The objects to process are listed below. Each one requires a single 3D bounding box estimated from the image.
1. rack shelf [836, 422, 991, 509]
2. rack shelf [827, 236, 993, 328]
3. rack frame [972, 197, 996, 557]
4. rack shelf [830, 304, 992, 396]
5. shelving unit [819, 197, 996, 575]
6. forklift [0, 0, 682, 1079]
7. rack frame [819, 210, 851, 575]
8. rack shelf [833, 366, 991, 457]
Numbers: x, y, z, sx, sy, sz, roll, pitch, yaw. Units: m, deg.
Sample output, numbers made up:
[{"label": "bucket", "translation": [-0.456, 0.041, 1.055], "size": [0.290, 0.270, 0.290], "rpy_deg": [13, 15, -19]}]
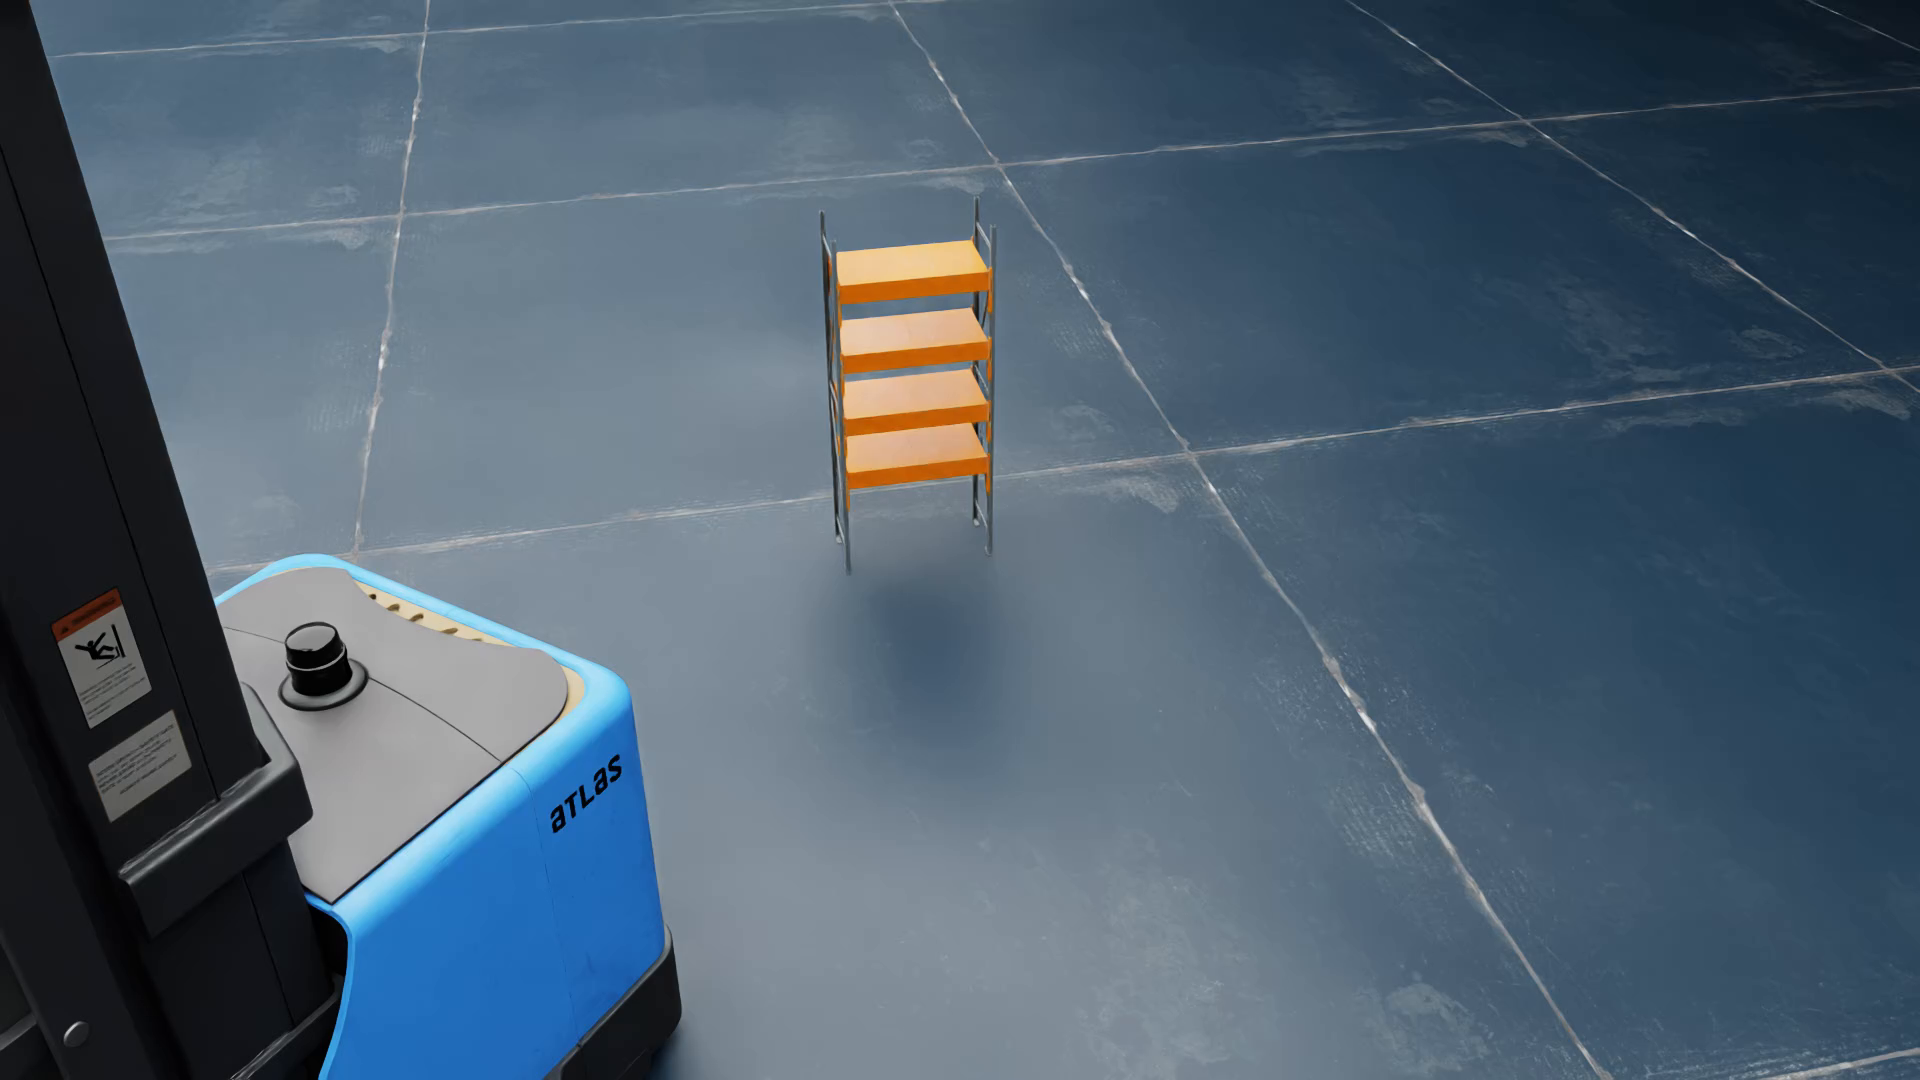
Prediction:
[{"label": "rack shelf", "translation": [-0.161, -0.257, 5.533], "size": [0.480, 0.148, 0.258], "rpy_deg": [-7, 35, -11]}, {"label": "rack shelf", "translation": [-0.161, -0.804, 5.166], "size": [0.480, 0.148, 0.258], "rpy_deg": [-7, 35, -11]}, {"label": "rack frame", "translation": [0.077, -0.508, 5.430], "size": [0.015, 1.200, 0.240], "rpy_deg": [-7, 35, -11]}, {"label": "rack shelf", "translation": [-0.161, -0.608, 5.298], "size": [0.480, 0.148, 0.258], "rpy_deg": [-7, 35, -11]}, {"label": "shelving unit", "translation": [-0.161, -0.478, 5.385], "size": [0.503, 1.200, 0.258], "rpy_deg": [-7, 35, -11]}, {"label": "forklift", "translation": [-1.841, 0.526, 2.335], "size": [1.130, 2.935, 3.031], "rpy_deg": [18, 38, 25]}, {"label": "rack frame", "translation": [-0.399, -0.448, 5.341], "size": [0.015, 1.200, 0.240], "rpy_deg": [-7, 35, -11]}, {"label": "rack shelf", "translation": [-0.161, -0.422, 5.423], "size": [0.480, 0.148, 0.258], "rpy_deg": [-7, 35, -11]}]
